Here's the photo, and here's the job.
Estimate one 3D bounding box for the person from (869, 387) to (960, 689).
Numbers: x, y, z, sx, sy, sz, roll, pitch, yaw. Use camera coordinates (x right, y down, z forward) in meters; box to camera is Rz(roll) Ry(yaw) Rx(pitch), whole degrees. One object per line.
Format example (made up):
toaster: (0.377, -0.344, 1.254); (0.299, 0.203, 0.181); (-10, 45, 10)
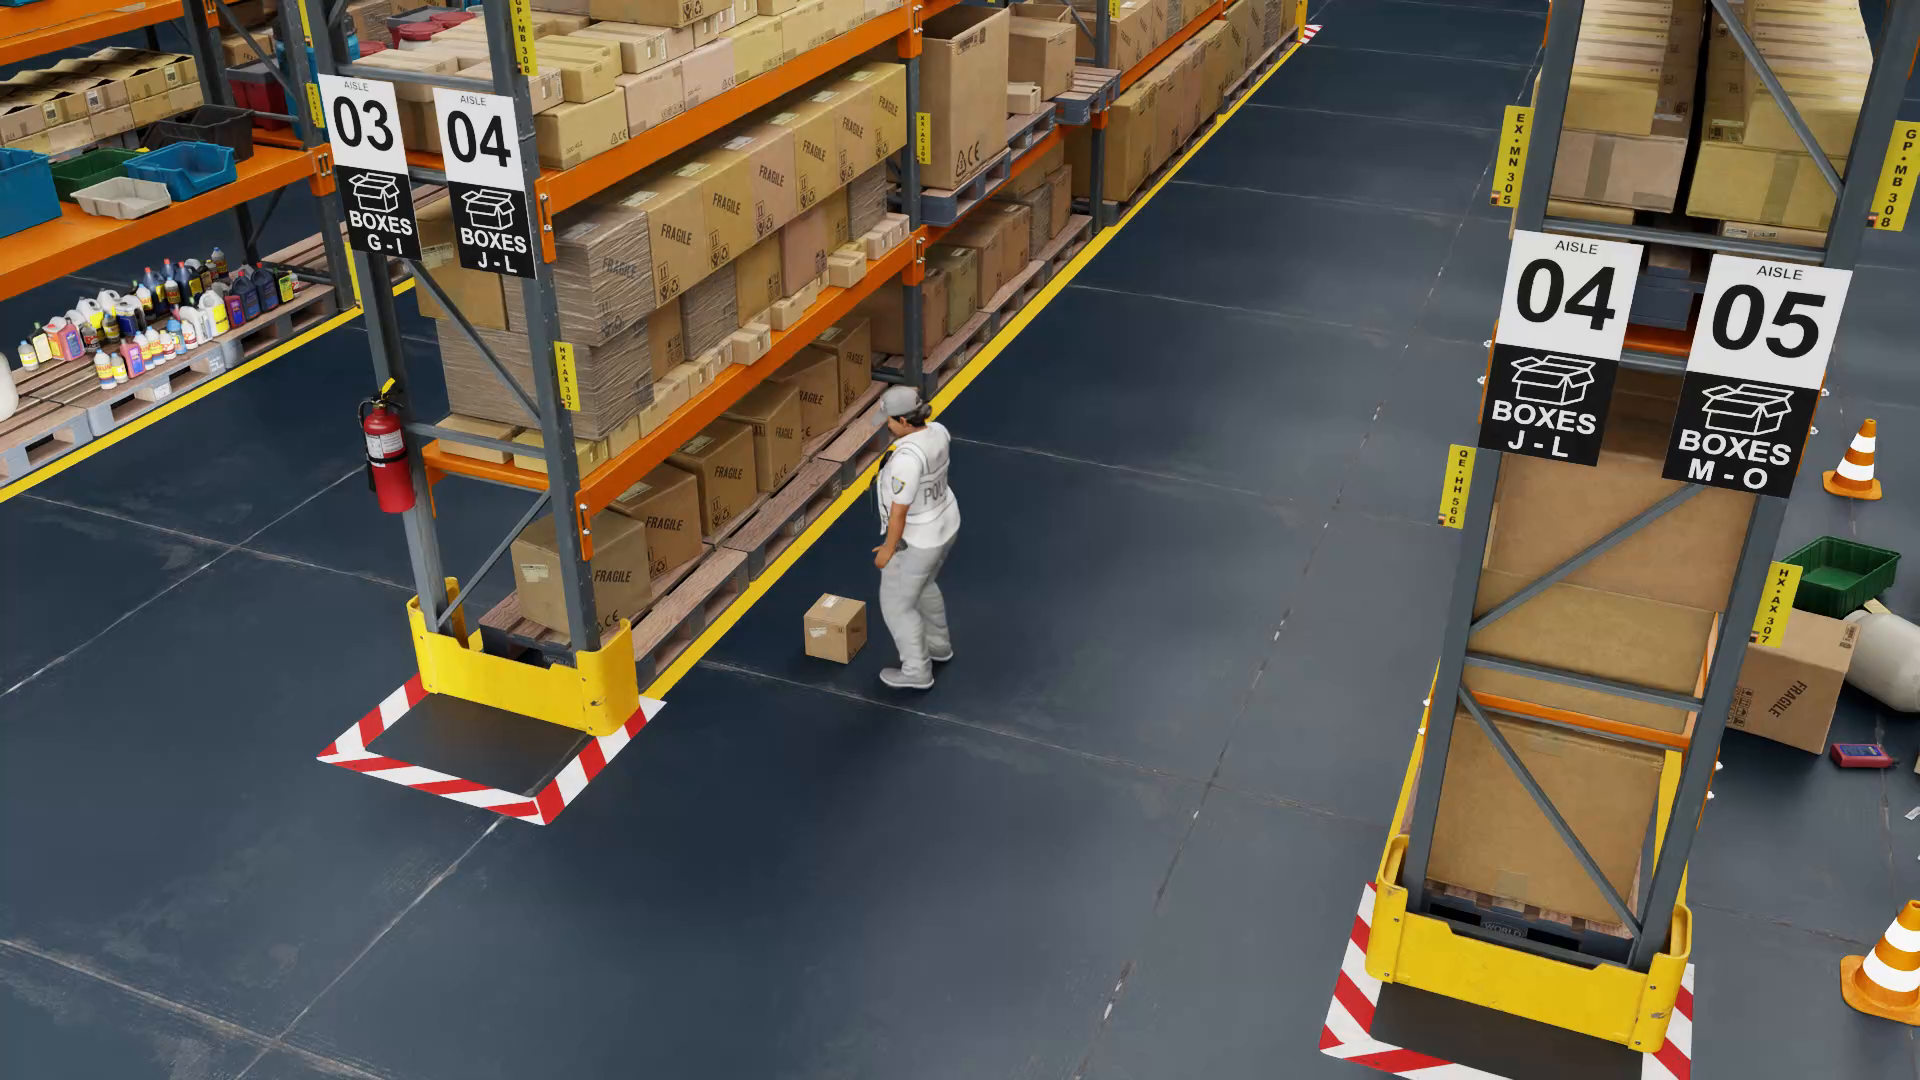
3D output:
person: (-0.236, -0.010, 8.437); (0.419, 1.646, 0.480); (12, 32, 20)
